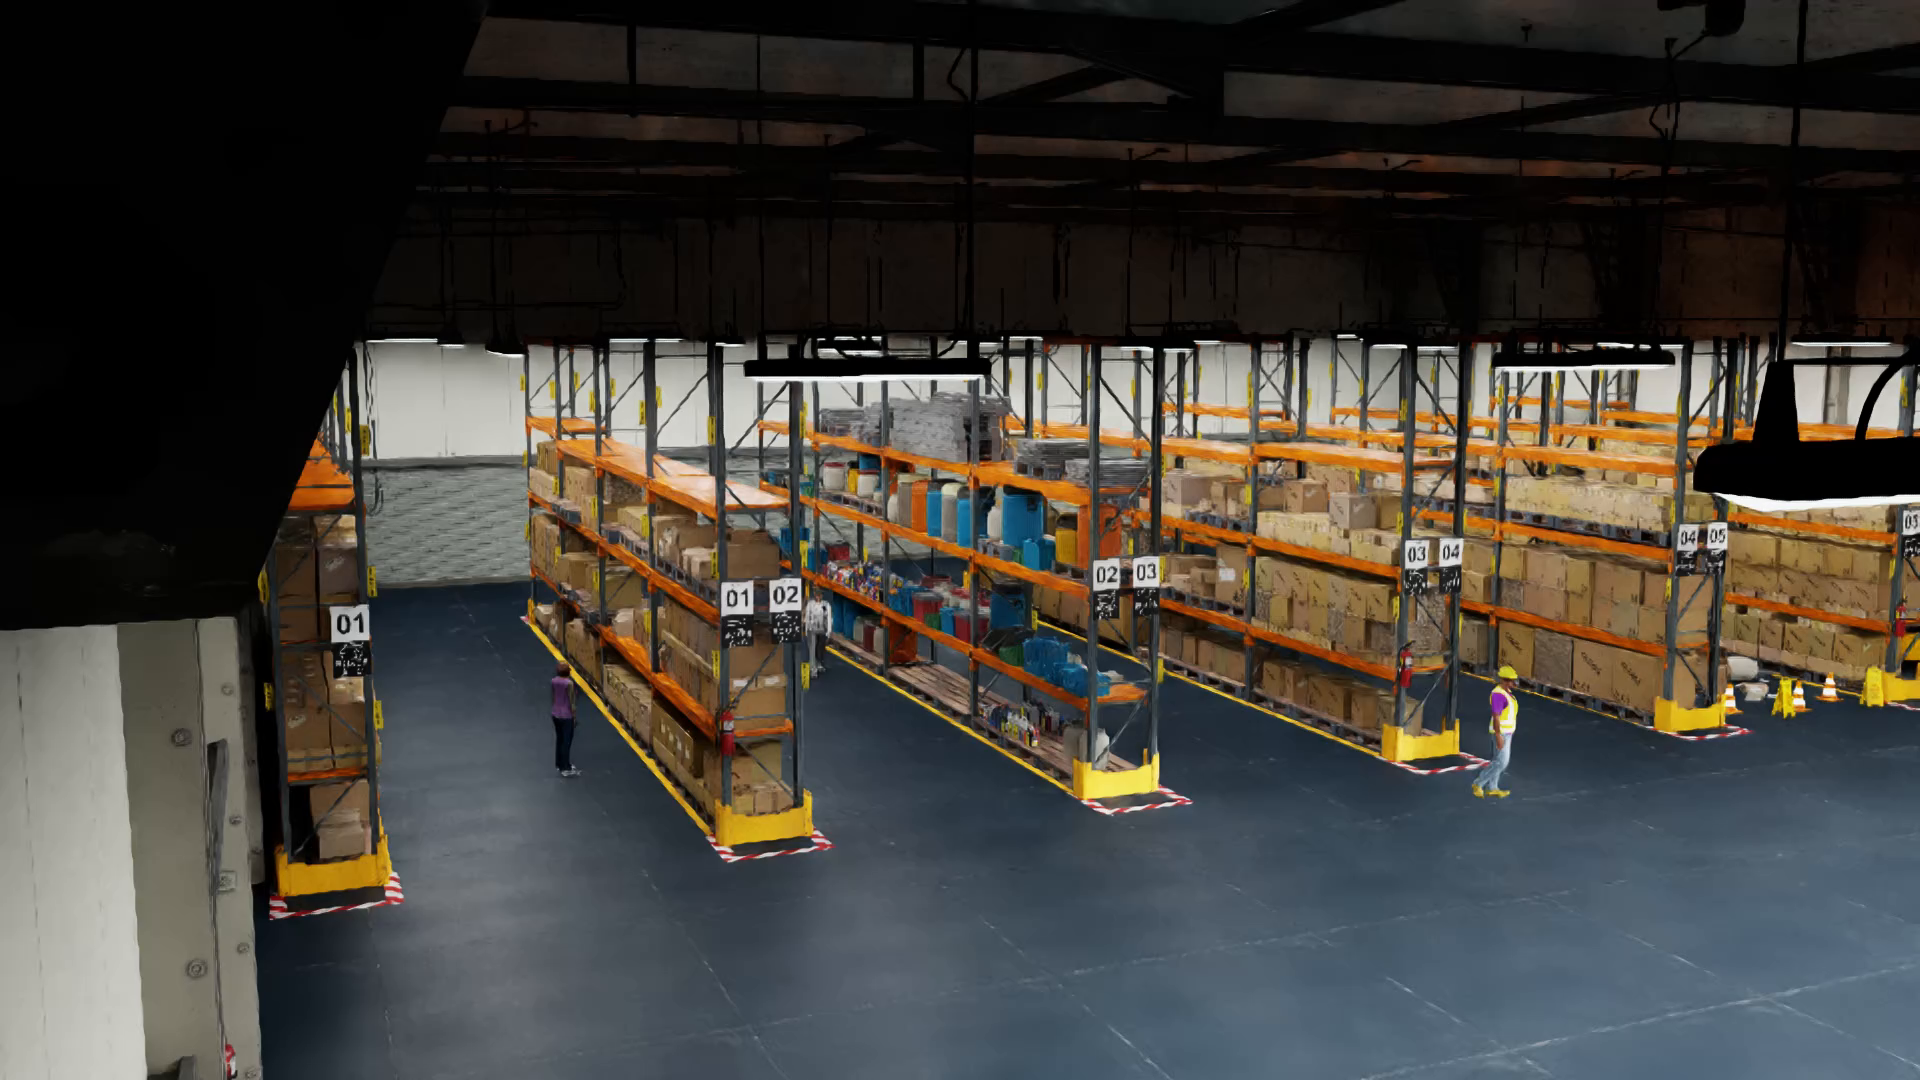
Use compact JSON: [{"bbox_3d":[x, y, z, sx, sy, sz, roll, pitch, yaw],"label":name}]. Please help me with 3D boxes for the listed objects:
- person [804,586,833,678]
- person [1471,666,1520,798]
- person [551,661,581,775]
[{"bbox_3d":[-2.502,1.595,29.496,0.482,1.621,0.997,-2,8,-13],"label":"person"},{"bbox_3d":[7.085,2.540,21.976,0.527,1.757,0.725,4,9,28],"label":"person"},{"bbox_3d":[-5.483,2.461,23.129,0.465,1.598,0.401,5,9,36],"label":"person"}]
